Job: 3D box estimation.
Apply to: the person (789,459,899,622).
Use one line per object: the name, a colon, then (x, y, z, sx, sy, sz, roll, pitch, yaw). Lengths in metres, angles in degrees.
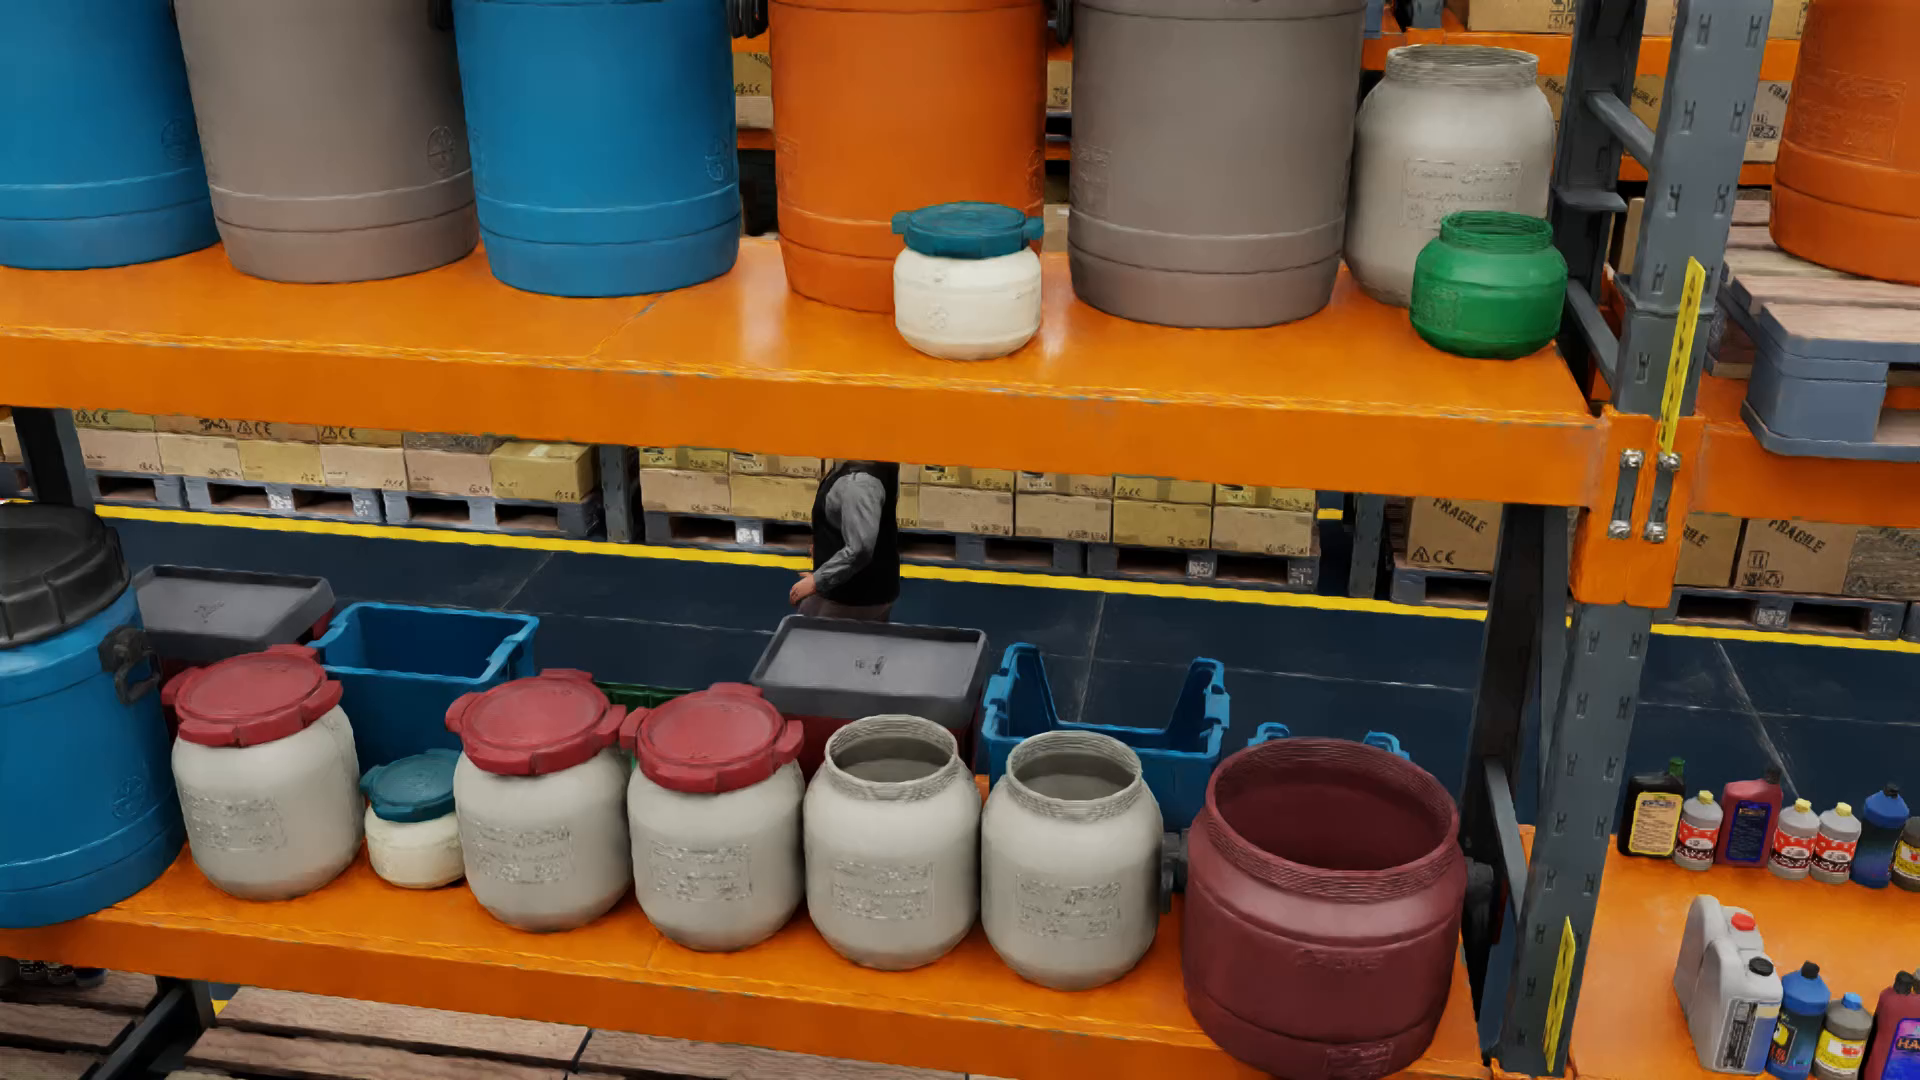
person: (-0.482, 0.204, 6.740, 0.493, 1.689, 0.710, -1, 25, -3)
